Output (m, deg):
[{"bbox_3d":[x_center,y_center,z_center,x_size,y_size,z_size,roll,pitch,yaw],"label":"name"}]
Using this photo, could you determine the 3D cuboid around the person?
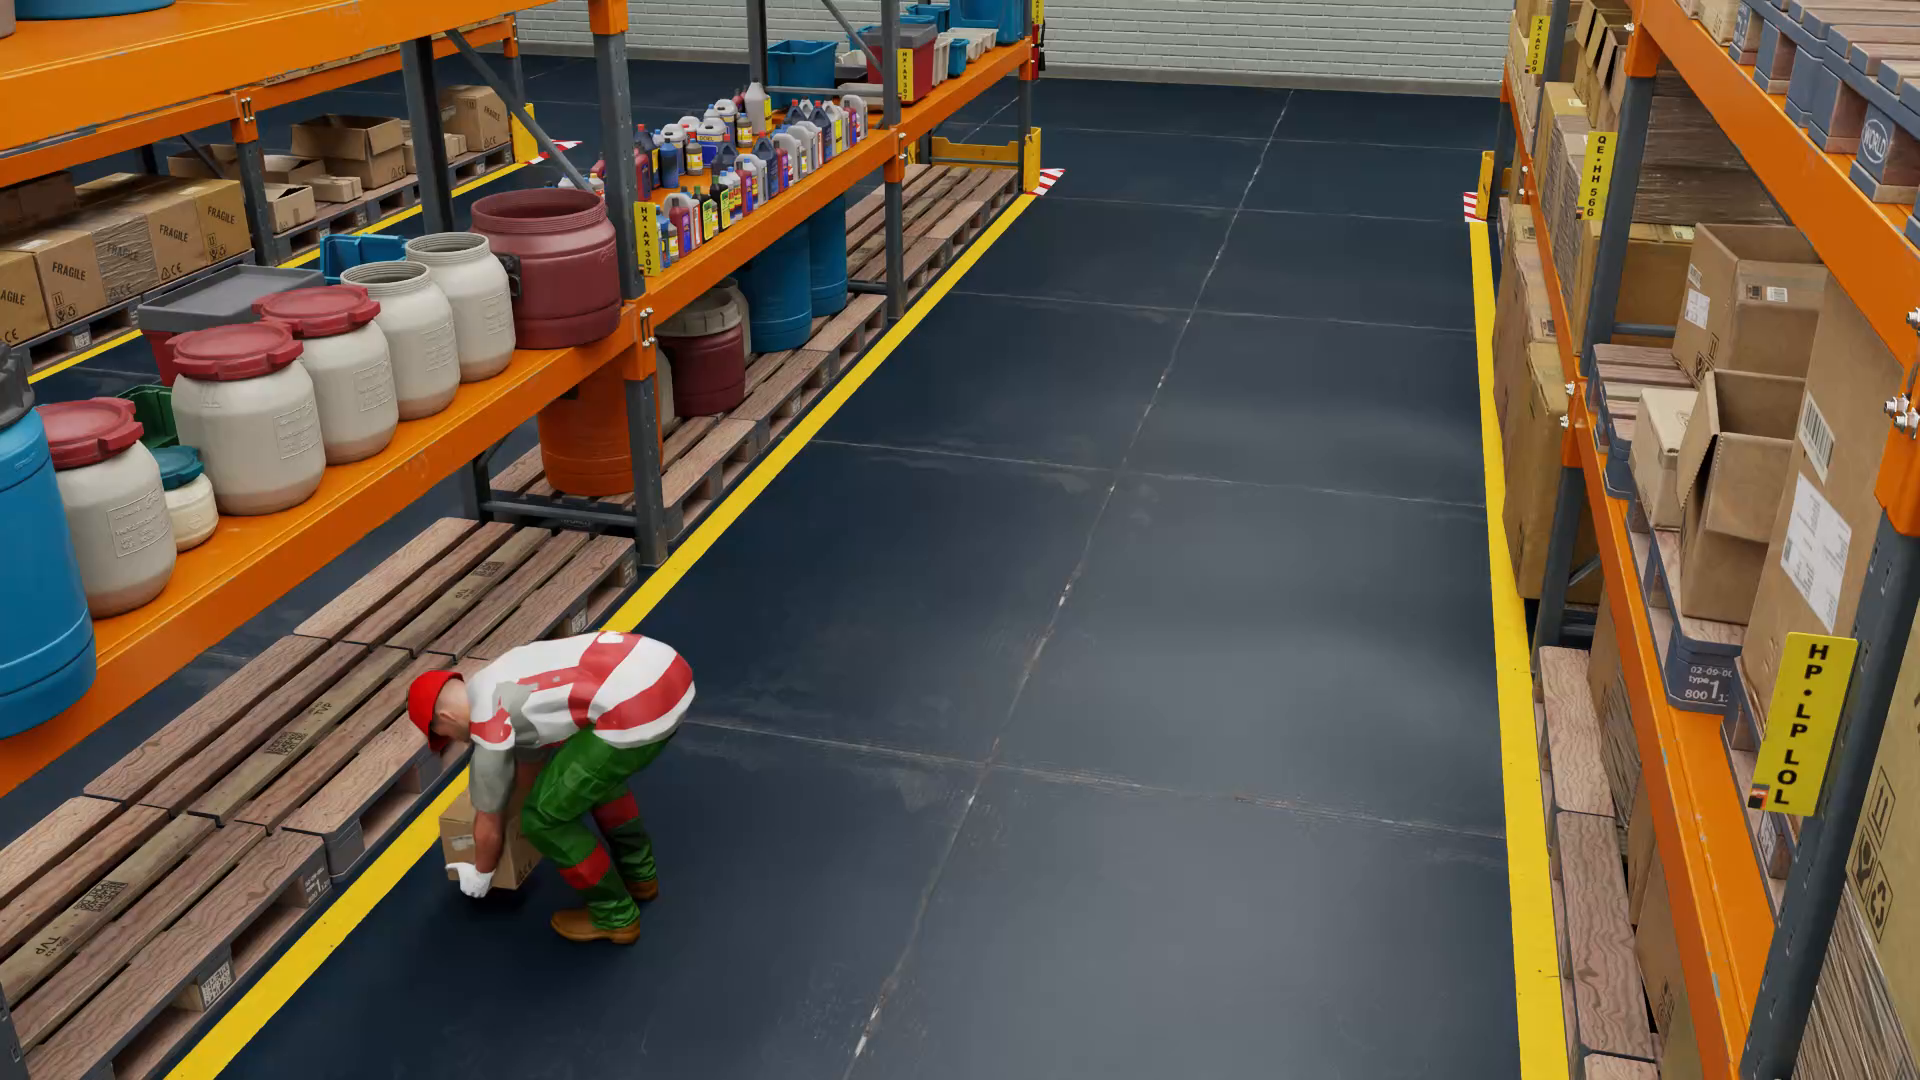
[{"bbox_3d":[-1.315,0.761,5.366,0.953,1.011,0.522,5,26,11],"label":"person"}]
